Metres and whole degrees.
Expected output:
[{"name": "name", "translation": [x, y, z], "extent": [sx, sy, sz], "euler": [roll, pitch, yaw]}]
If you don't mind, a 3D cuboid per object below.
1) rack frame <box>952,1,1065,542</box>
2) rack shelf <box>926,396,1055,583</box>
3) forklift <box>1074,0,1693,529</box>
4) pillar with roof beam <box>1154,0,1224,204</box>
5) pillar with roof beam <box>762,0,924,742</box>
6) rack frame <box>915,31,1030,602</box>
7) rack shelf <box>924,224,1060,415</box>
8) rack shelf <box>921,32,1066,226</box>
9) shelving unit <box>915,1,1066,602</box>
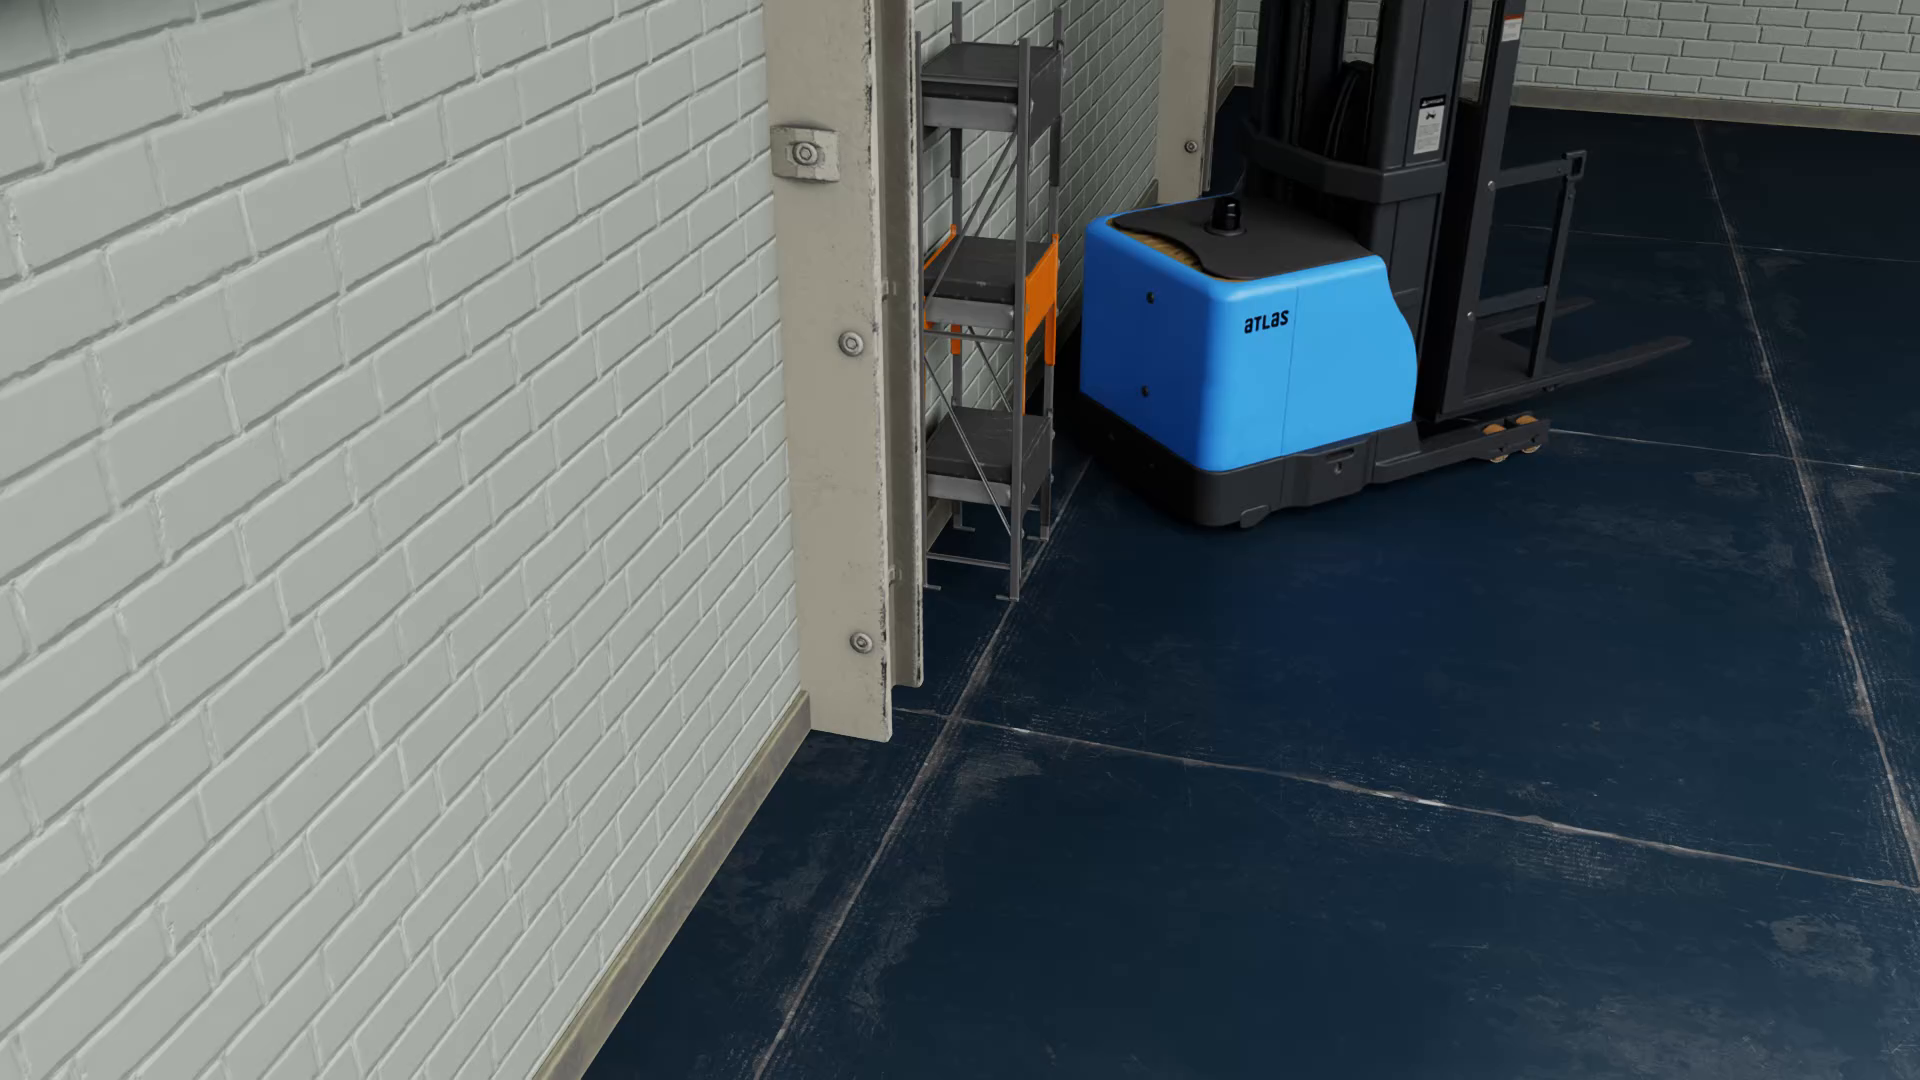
[{"name": "rack frame", "translation": [0.166, -0.939, 6.278], "extent": [0.400, 2.100, 0.015], "euler": [8, 30, 14]}, {"name": "rack shelf", "translation": [0.098, -0.201, 6.420], "extent": [0.431, 0.518, 0.480], "euler": [8, 30, 14]}, {"name": "forklift", "translation": [2.050, -1.833, 7.029], "extent": [3.031, 2.935, 1.130], "euler": [-15, 32, -25]}, {"name": "pillar with roof beam", "translation": [5.544, -5.546, 7.463], "extent": [9.100, 9.000, 0.400], "euler": [8, 30, 15]}, {"name": "pillar with roof beam", "translation": [3.783, -2.758, 2.450], "extent": [9.100, 9.000, 0.400], "euler": [8, 30, 15]}, {"name": "rack frame", "translation": [0.031, -0.711, 5.868], "extent": [0.400, 2.100, 0.015], "euler": [8, 30, 14]}, {"name": "rack shelf", "translation": [0.098, -0.813, 6.079], "extent": [0.431, 0.518, 0.480], "euler": [8, 30, 14]}, {"name": "rack shelf", "translation": [0.098, -1.425, 5.739], "extent": [0.431, 0.518, 0.480], "euler": [8, 30, 14]}, {"name": "shelving unit", "translation": [0.098, -0.825, 6.073], "extent": [0.431, 2.100, 0.503], "euler": [8, 30, 14]}]
